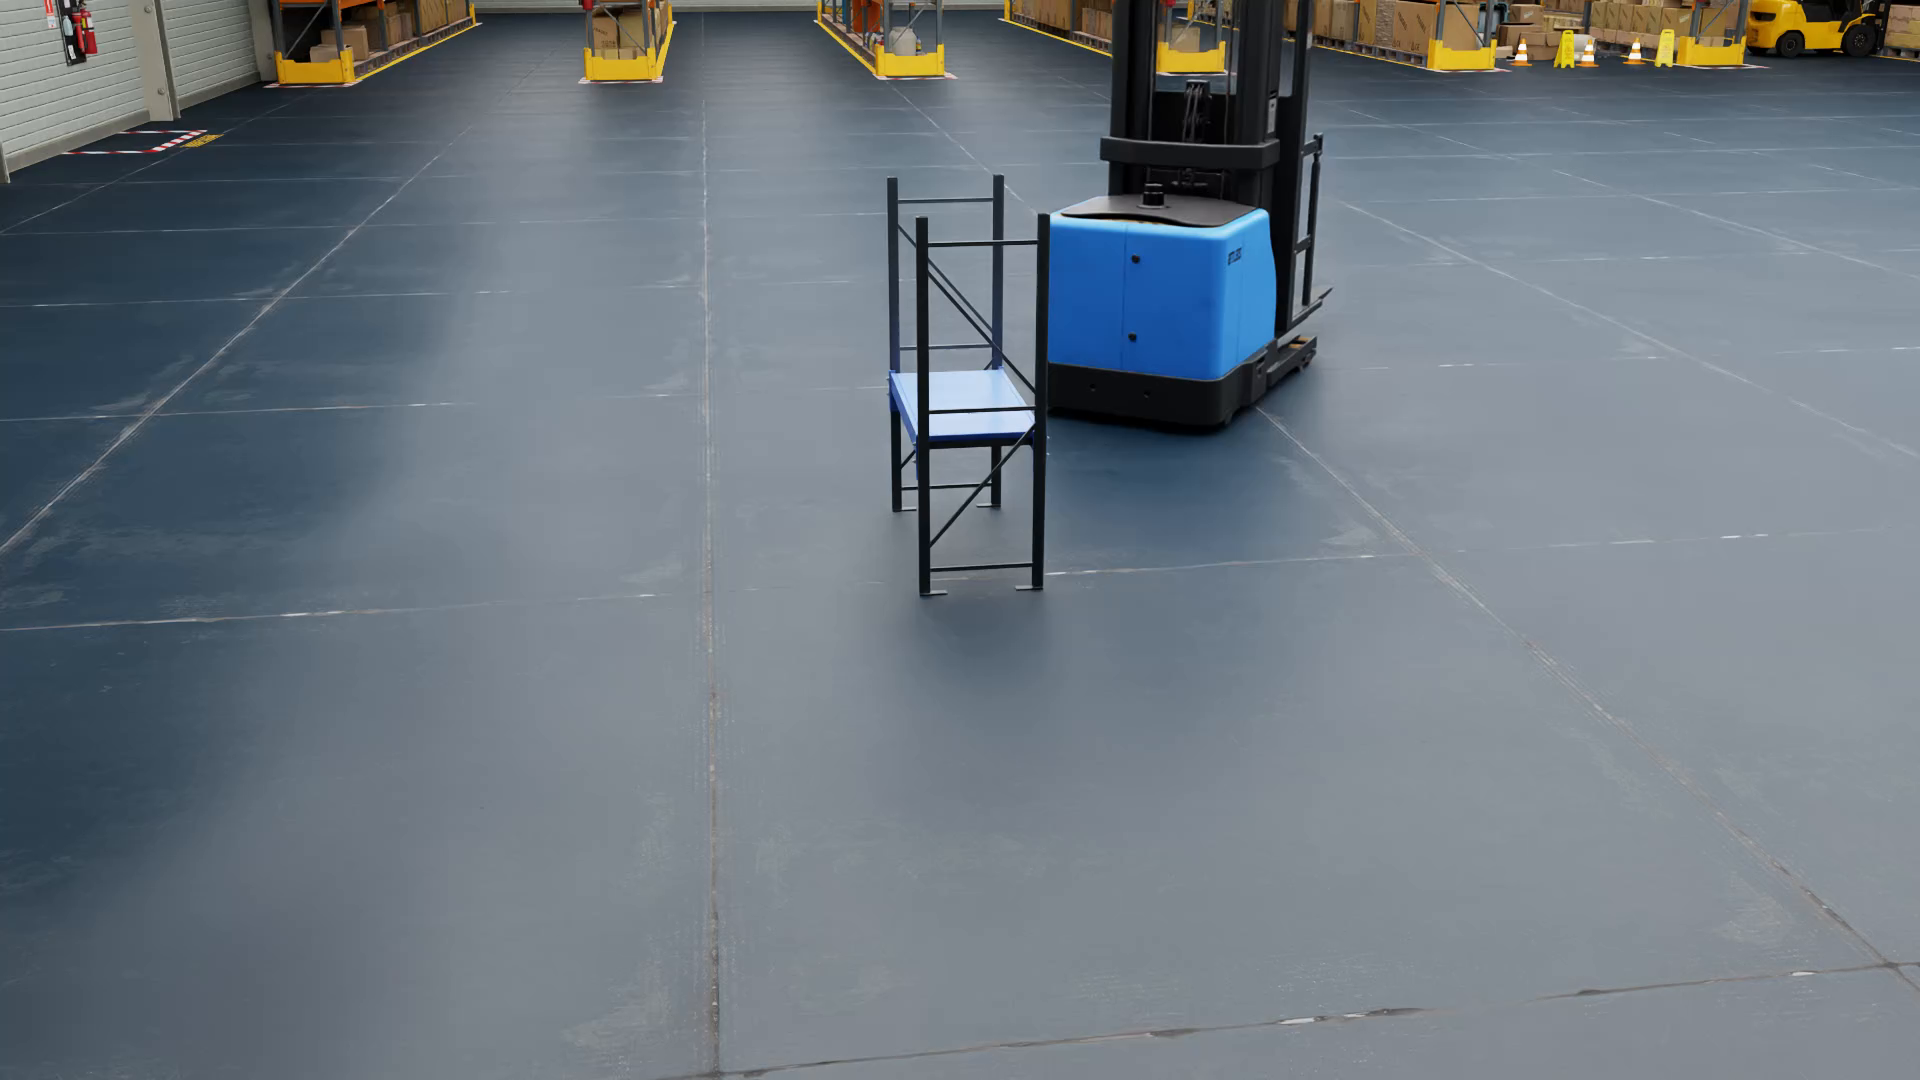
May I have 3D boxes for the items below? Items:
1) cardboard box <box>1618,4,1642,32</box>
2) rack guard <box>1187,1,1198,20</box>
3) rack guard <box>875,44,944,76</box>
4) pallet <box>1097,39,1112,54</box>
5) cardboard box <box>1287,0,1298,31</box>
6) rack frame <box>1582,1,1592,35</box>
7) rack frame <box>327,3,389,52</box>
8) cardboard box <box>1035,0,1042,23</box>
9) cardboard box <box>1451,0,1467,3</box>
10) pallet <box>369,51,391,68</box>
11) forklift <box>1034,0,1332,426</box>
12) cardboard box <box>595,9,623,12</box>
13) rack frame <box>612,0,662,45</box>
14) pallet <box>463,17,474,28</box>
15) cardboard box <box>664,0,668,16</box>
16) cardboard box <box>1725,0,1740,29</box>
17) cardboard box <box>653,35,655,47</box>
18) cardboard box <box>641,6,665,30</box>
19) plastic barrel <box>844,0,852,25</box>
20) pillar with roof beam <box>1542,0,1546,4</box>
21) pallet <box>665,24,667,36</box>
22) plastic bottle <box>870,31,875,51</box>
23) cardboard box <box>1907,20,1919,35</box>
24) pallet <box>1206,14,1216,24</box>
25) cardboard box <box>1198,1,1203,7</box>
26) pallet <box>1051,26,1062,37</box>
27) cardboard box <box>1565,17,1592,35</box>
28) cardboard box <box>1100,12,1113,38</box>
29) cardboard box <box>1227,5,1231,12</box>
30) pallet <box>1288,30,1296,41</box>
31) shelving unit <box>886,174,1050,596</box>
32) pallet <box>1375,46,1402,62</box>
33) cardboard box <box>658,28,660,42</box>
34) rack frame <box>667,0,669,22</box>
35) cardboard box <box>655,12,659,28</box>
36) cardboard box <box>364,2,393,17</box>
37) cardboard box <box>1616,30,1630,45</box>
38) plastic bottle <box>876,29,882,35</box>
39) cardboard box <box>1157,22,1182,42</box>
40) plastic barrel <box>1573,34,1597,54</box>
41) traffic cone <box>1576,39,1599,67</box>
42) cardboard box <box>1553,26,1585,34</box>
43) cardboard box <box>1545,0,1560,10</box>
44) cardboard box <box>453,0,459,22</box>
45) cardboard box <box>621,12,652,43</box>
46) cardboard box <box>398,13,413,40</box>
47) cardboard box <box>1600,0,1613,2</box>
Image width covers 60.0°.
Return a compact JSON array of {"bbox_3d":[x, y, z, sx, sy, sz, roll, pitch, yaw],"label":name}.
[{"bbox_3d":[13.301,-10.258,32.651,0.500,0.500,0.500,-2,21,-5],"label":"cardboard box"},{"bbox_3d":[6.718,-14.253,44.662,1.175,0.500,0.348,-3,21,-8],"label":"rack guard"},{"bbox_3d":[-0.868,-8.298,28.720,1.175,0.500,0.348,-3,21,-8],"label":"rack guard"},{"bbox_3d":[3.401,-10.043,33.805,1.003,0.211,1.213,-3,21,-8],"label":"pallet"},{"bbox_3d":[7.859,-11.608,36.623,1.050,0.750,0.750,-3,21,-8],"label":"cardboard box"},{"bbox_3d":[13.321,-11.580,33.933,1.000,3.000,0.127,-3,21,-8],"label":"rack frame"},{"bbox_3d":[-11.190,-10.331,30.589,1.000,3.000,0.127,-3,21,-8],"label":"rack frame"},{"bbox_3d":[2.473,-12.831,39.719,1.225,0.875,0.875,-3,21,-8],"label":"cardboard box"},{"bbox_3d":[12.474,-13.028,40.248,0.875,0.875,0.875,-2,21,-6],"label":"cardboard box"},{"bbox_3d":[-11.059,-8.794,30.459,1.003,0.211,1.213,-3,21,-8],"label":"pallet"},{"bbox_3d":[1.511,-2.438,9.554,1.130,2.935,3.031,10,23,25],"label":"forklift"},{"bbox_3d":[-6.452,-9.493,30.603,0.500,0.500,0.500,-3,21,-8],"label":"cardboard box"},{"bbox_3d":[-6.866,-11.967,34.969,1.000,3.000,0.127,-3,21,-8],"label":"rack frame"},{"bbox_3d":[-12.728,-12.906,41.470,1.003,0.211,1.213,-3,21,-8],"label":"pallet"},{"bbox_3d":[-7.697,-13.596,42.275,0.500,0.500,0.500,-3,21,-8],"label":"cardboard box"},{"bbox_3d":[17.834,-11.858,37.473,0.875,0.625,0.625,-2,21,-6],"label":"cardboard box"},{"bbox_3d":[-6.006,-9.341,31.268,0.500,0.250,0.500,-3,21,-8],"label":"cardboard box"},{"bbox_3d":[-6.797,-11.529,36.740,0.500,0.500,0.500,-3,21,-8],"label":"cardboard box"},{"bbox_3d":[-2.376,-12.380,38.473,0.600,0.901,0.708,-3,21,-8],"label":"plastic barrel"},{"bbox_3d":[12.746,-19.559,46.722,9.100,9.000,0.400,-3,21,-8],"label":"pillar with roof beam"},{"bbox_3d":[-7.288,-11.766,38.416,1.003,0.211,1.213,-3,21,-8],"label":"pallet"},{"bbox_3d":[-1.593,-9.283,30.940,0.144,0.351,0.185,-3,21,-8],"label":"plastic bottle"},{"bbox_3d":[18.429,-9.742,31.628,0.500,0.250,0.500,-3,21,-8],"label":"cardboard box"},{"bbox_3d":[6.973,-13.413,42.827,1.003,0.211,1.213,-3,21,-8],"label":"pallet"},{"bbox_3d":[6.512,-14.159,43.887,0.380,0.149,0.250,-3,21,-8],"label":"cardboard box"},{"bbox_3d":[2.726,-11.857,38.661,1.003,0.211,1.213,-3,21,-8],"label":"pallet"},{"bbox_3d":[13.243,-10.727,34.806,0.950,0.372,0.625,-3,21,-7],"label":"cardboard box"},{"bbox_3d":[3.316,-10.689,34.491,0.700,0.500,0.500,-5,21,-12],"label":"cardboard box"},{"bbox_3d":[6.873,-13.252,41.459,0.380,0.149,0.250,-4,21,-10],"label":"cardboard box"},{"bbox_3d":[7.900,-11.097,36.626,1.003,0.211,1.213,-3,21,-8],"label":"pallet"},{"bbox_3d":[0.012,-0.673,6.875,0.538,1.500,1.048,-3,21,-8],"label":"shelving unit"},{"bbox_3d":[8.648,-9.298,31.810,1.003,0.211,1.213,-3,21,-8],"label":"pallet"},{"bbox_3d":[-6.324,-10.175,33.501,0.500,0.250,0.500,-3,21,-7],"label":"cardboard box"},{"bbox_3d":[-8.019,-14.737,42.385,1.000,3.000,0.127,-3,21,-8],"label":"rack frame"},{"bbox_3d":[-6.325,-10.441,33.412,0.500,0.311,0.500,-2,21,-6],"label":"cardboard box"},{"bbox_3d":[-11.512,-10.477,32.852,0.500,0.250,0.500,-3,21,-8],"label":"cardboard box"},{"bbox_3d":[13.306,-9.903,32.773,0.500,0.250,0.500,-3,21,-8],"label":"cardboard box"},{"bbox_3d":[-1.538,-9.502,31.528,0.144,0.351,0.185,-3,21,-8],"label":"plastic bottle"},{"bbox_3d":[3.826,-9.361,30.965,0.500,0.500,0.500,-1,21,-3],"label":"cardboard box"},{"bbox_3d":[12.102,-9.627,32.387,0.512,0.421,0.421,12,24,30],"label":"plastic barrel"},{"bbox_3d":[11.510,-8.917,30.429,0.336,0.463,0.334,-3,21,-8],"label":"traffic cone"},{"bbox_3d":[12.129,-9.971,33.193,0.500,0.500,0.500,12,24,30],"label":"cardboard box"},{"bbox_3d":[16.497,-14.797,45.515,0.797,0.503,0.637,-4,21,-10],"label":"cardboard box"},{"bbox_3d":[-12.491,-12.742,40.018,0.700,0.500,0.500,-2,21,-6],"label":"cardboard box"},{"bbox_3d":[-5.783,-9.173,29.747,0.500,0.500,0.500,-3,21,-8],"label":"cardboard box"},{"bbox_3d":[-11.612,-10.504,33.997,0.700,0.500,0.500,-3,21,-7],"label":"cardboard box"},{"bbox_3d":[13.097,-10.880,33.389,0.380,0.149,0.250,-3,21,-7],"label":"cardboard box"}]
